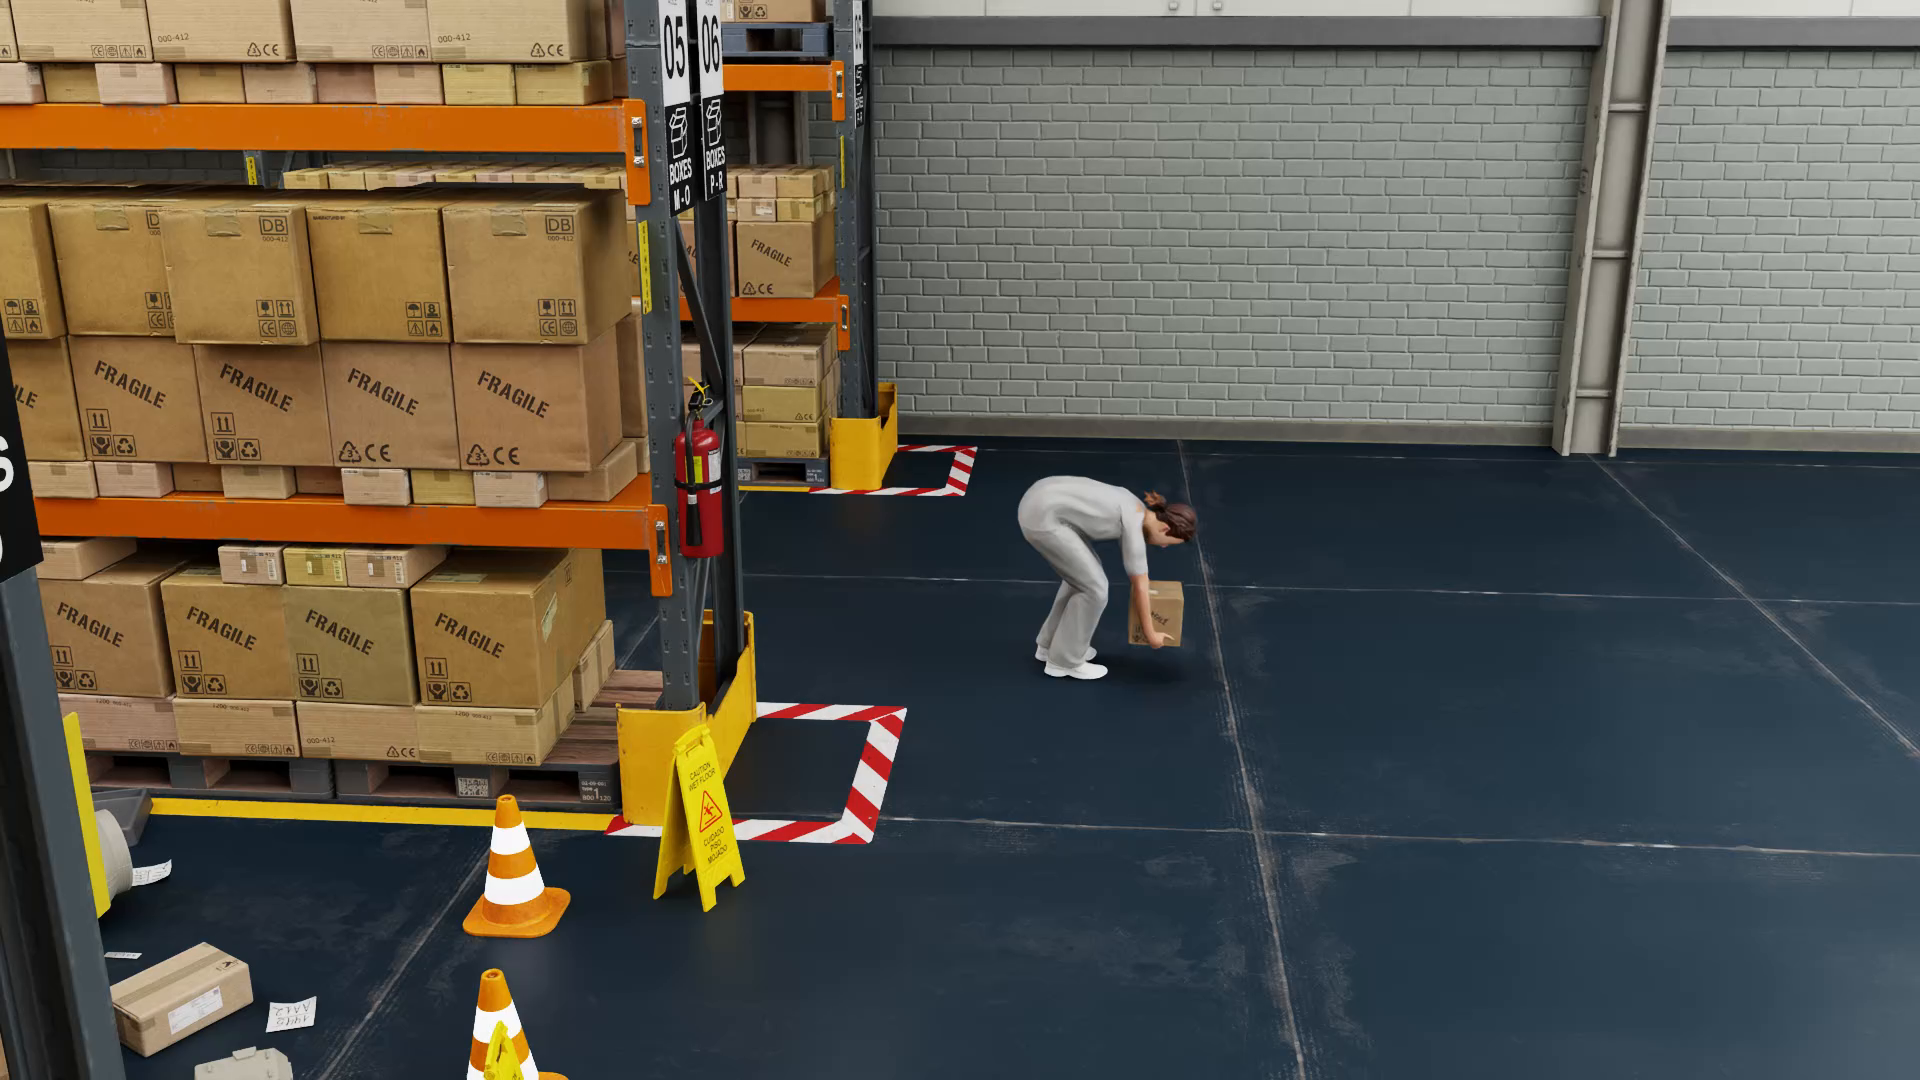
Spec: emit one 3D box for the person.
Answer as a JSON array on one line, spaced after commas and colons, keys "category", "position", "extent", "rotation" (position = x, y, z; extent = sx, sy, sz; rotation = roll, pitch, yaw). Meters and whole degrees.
[{"category": "person", "position": [0.711, 0.172, 8.152], "extent": [0.863, 0.985, 0.446], "rotation": [1, 18, 2]}]
